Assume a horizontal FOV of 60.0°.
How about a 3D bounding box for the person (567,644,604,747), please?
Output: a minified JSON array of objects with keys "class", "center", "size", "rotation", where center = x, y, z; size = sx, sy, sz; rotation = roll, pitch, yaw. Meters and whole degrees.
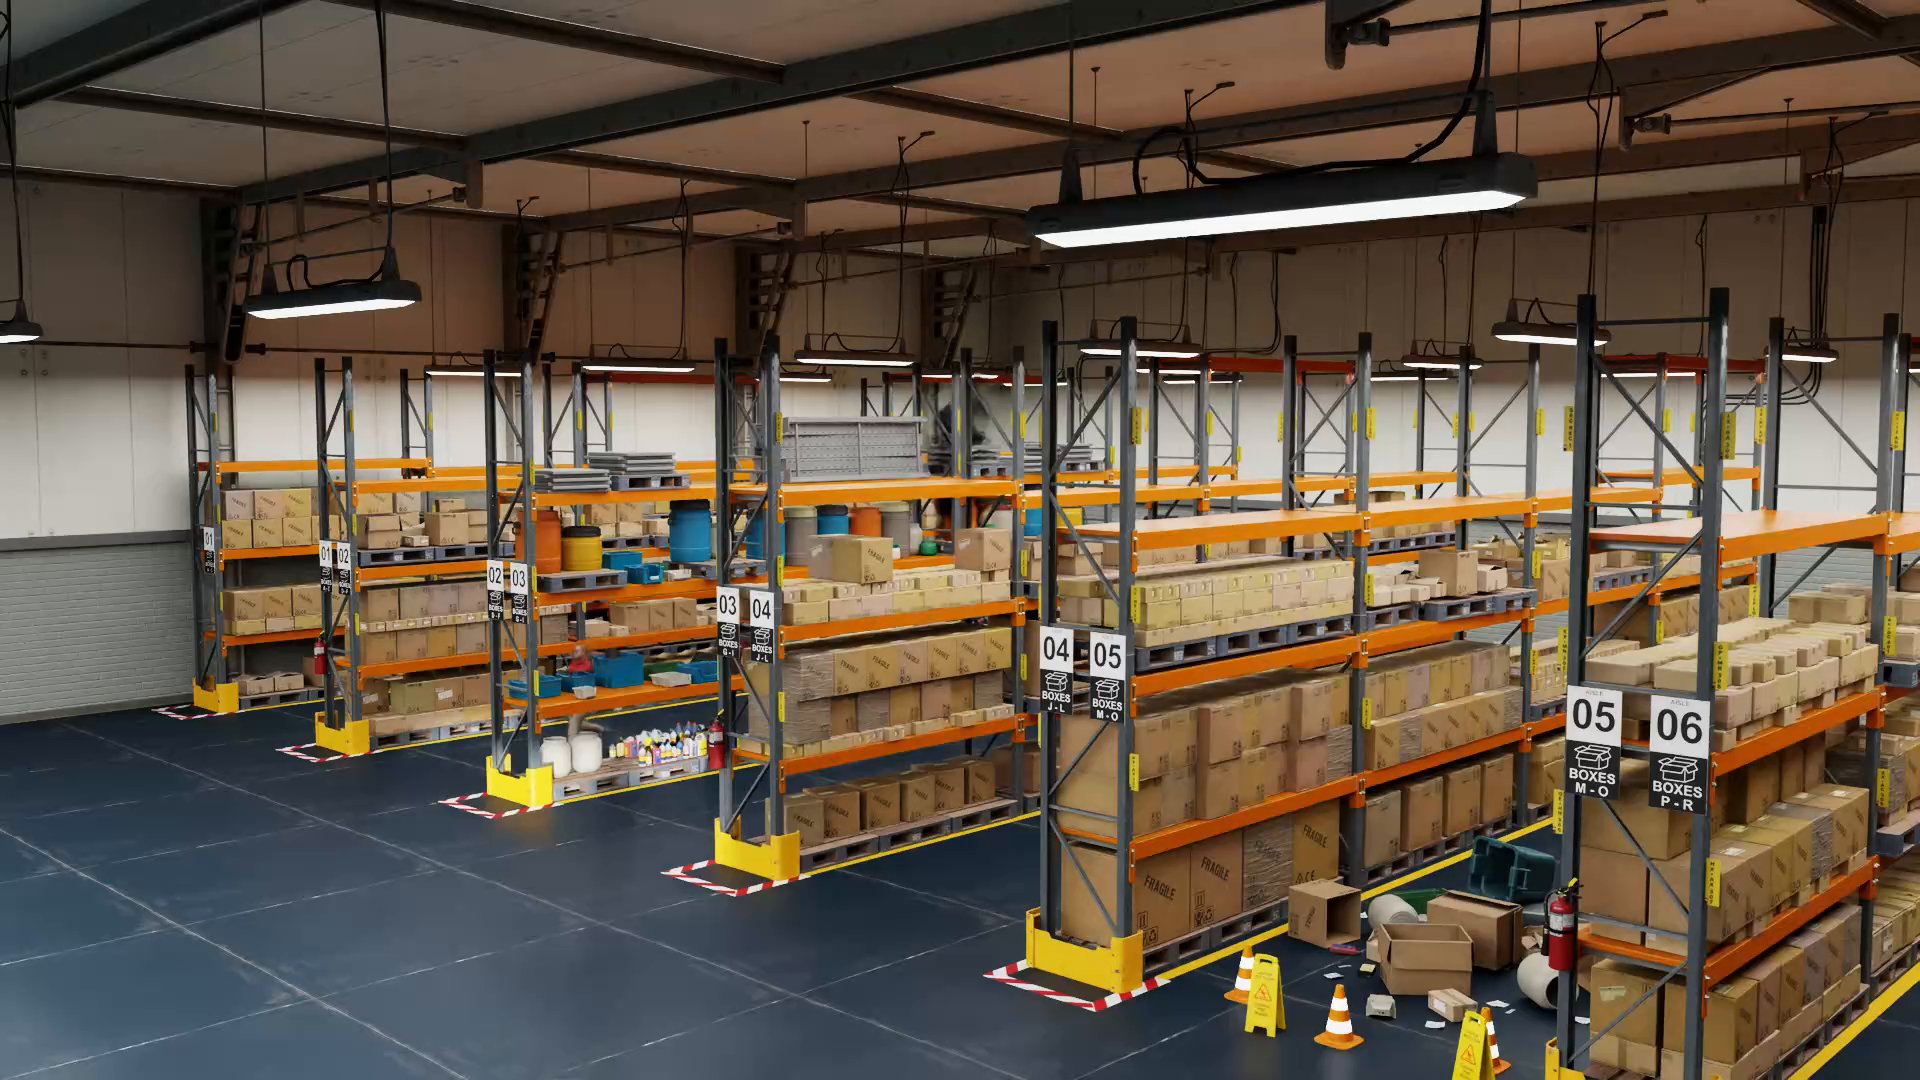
[{"class":"person","center":[-5.683,2.442,24.890],"size":[0.678,1.622,0.992],"rotation":[4,6,39]}]
